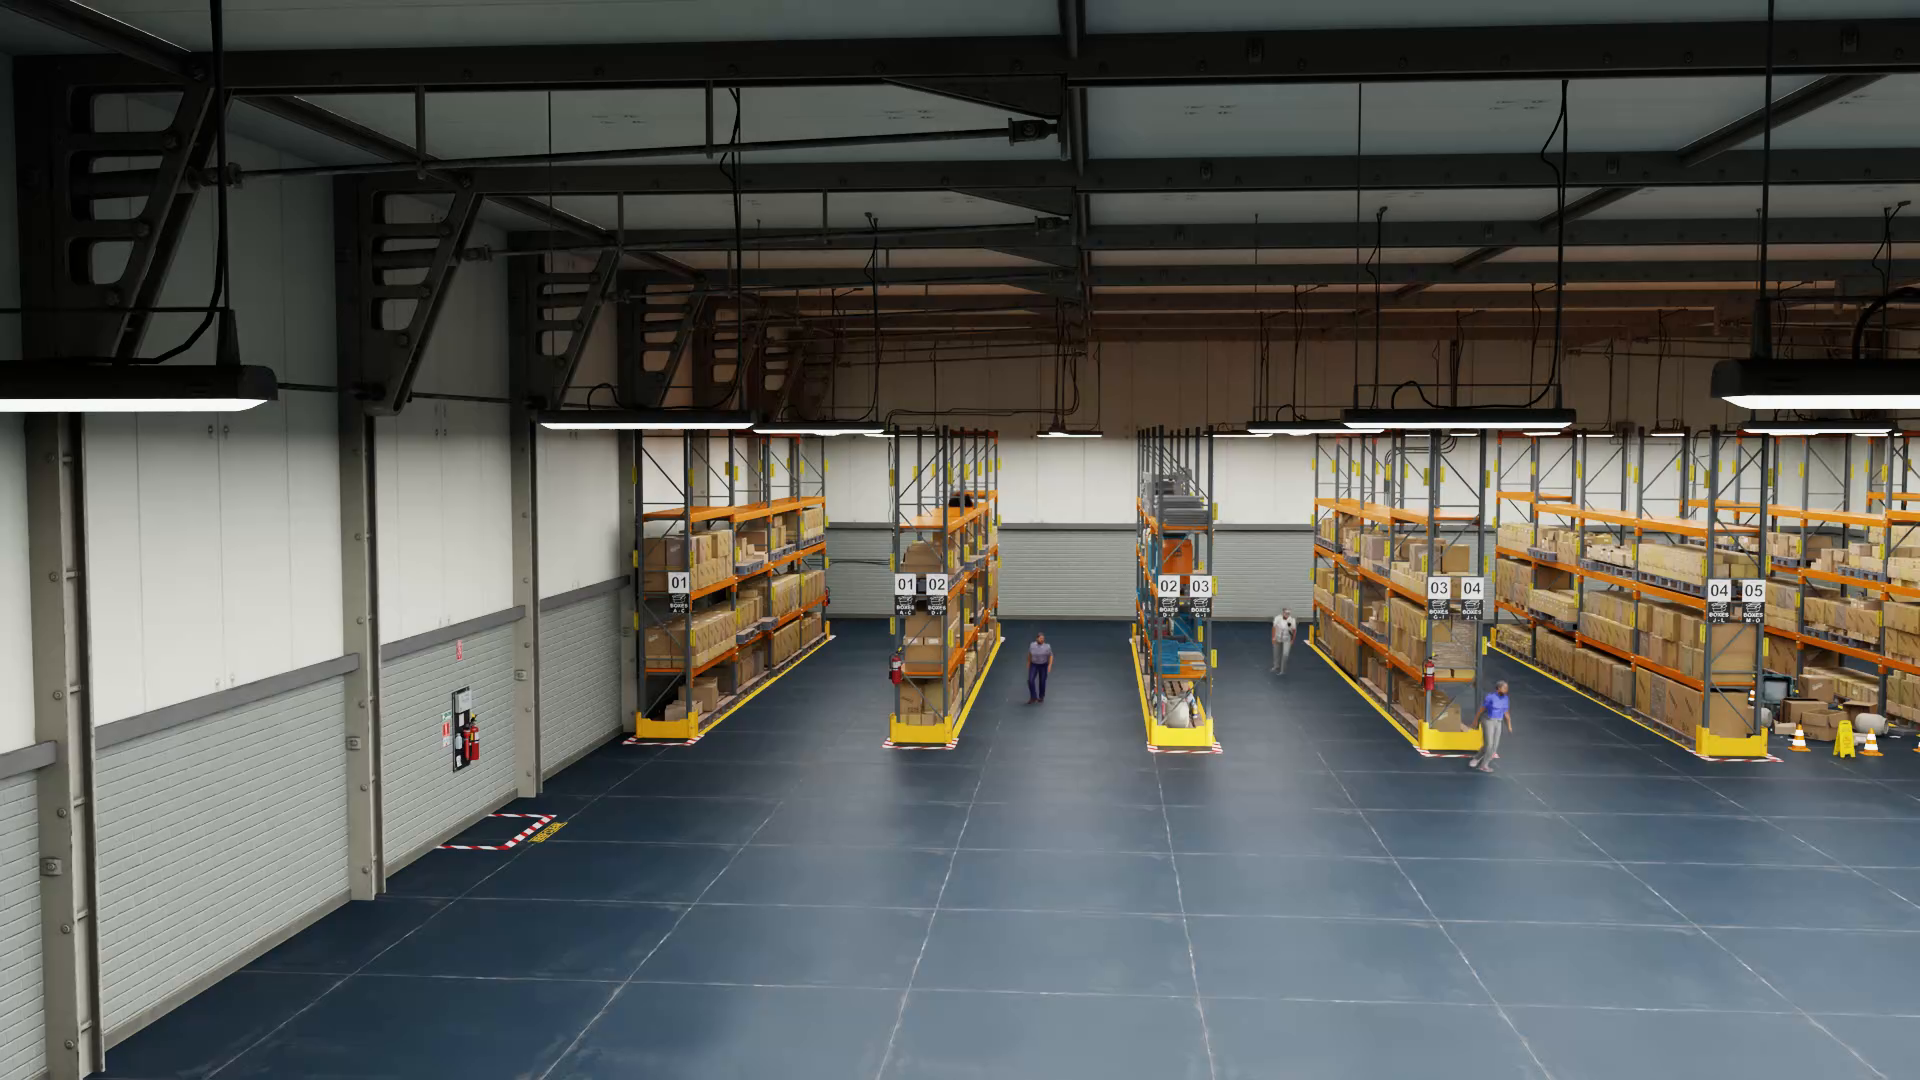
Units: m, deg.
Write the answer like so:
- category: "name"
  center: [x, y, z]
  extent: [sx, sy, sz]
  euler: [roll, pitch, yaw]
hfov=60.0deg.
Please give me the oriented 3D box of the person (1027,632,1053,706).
- category: "person"
  center: [1.738, 2.773, 36.060]
  extent: [0.586, 1.601, 0.750]
  euler: [0, 3, 6]

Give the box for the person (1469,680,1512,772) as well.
- category: "person"
  center: [9.150, 3.199, 28.669]
  extent: [0.614, 1.619, 0.540]
  euler: [-2, 4, -24]

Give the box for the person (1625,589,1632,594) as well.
- category: "person"
  center: [17.606, 2.177, 43.868]
  extent: [0.685, 1.752, 1.063]
  euler: [-1, 4, -15]

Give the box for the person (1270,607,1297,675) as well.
- category: "person"
  center: [7.919, 2.458, 40.747]
  extent: [0.666, 1.677, 0.698]
  euler: [1, 4, 24]

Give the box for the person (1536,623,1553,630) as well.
- category: "person"
  center: [16.473, 2.060, 46.762]
  extent: [0.684, 1.834, 0.634]
  euler: [2, 4, 31]
